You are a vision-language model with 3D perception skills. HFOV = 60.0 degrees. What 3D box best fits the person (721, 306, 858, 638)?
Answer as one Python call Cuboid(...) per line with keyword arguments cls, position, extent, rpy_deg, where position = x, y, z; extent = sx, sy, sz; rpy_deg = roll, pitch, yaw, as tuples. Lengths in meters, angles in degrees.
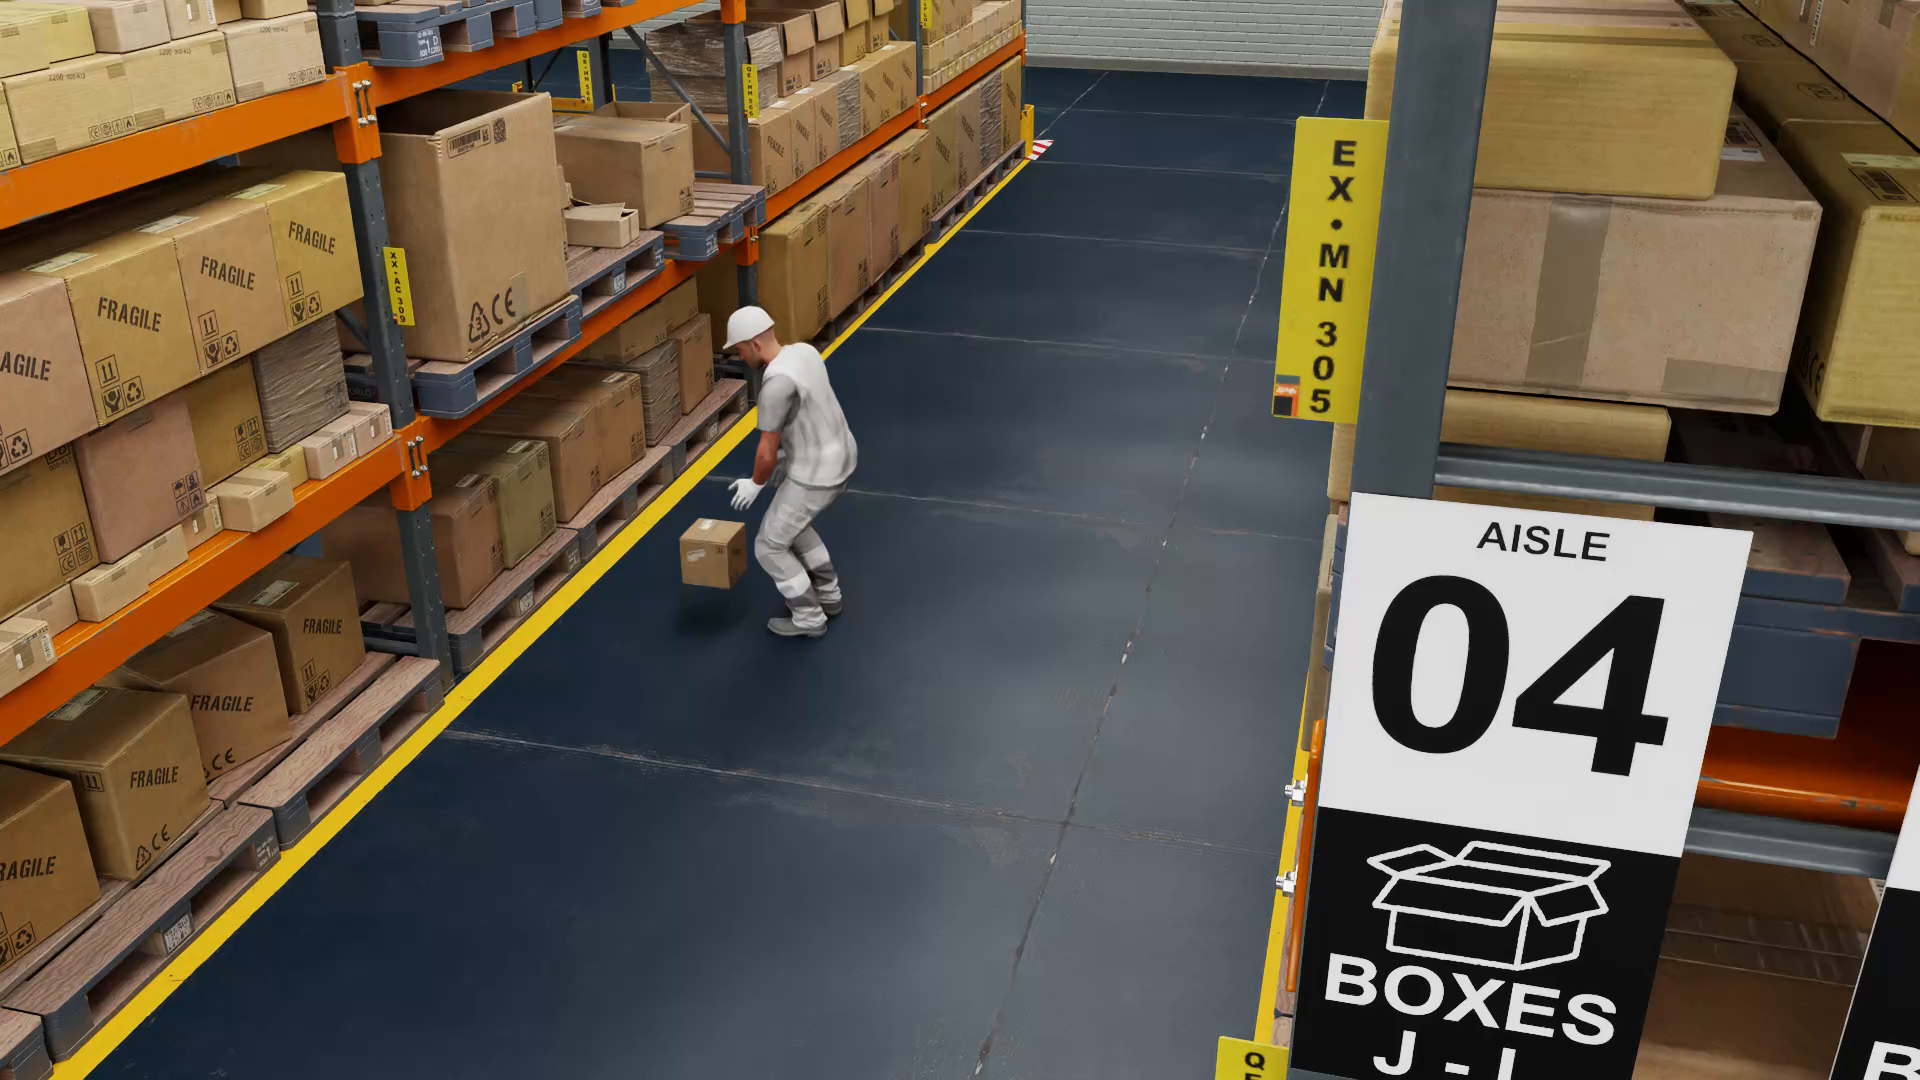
Cuboid(cls="person", position=(-0.810, -0.318, 7.953), extent=(0.602, 1.627, 0.568), rpy_deg=(7, 26, 14))
